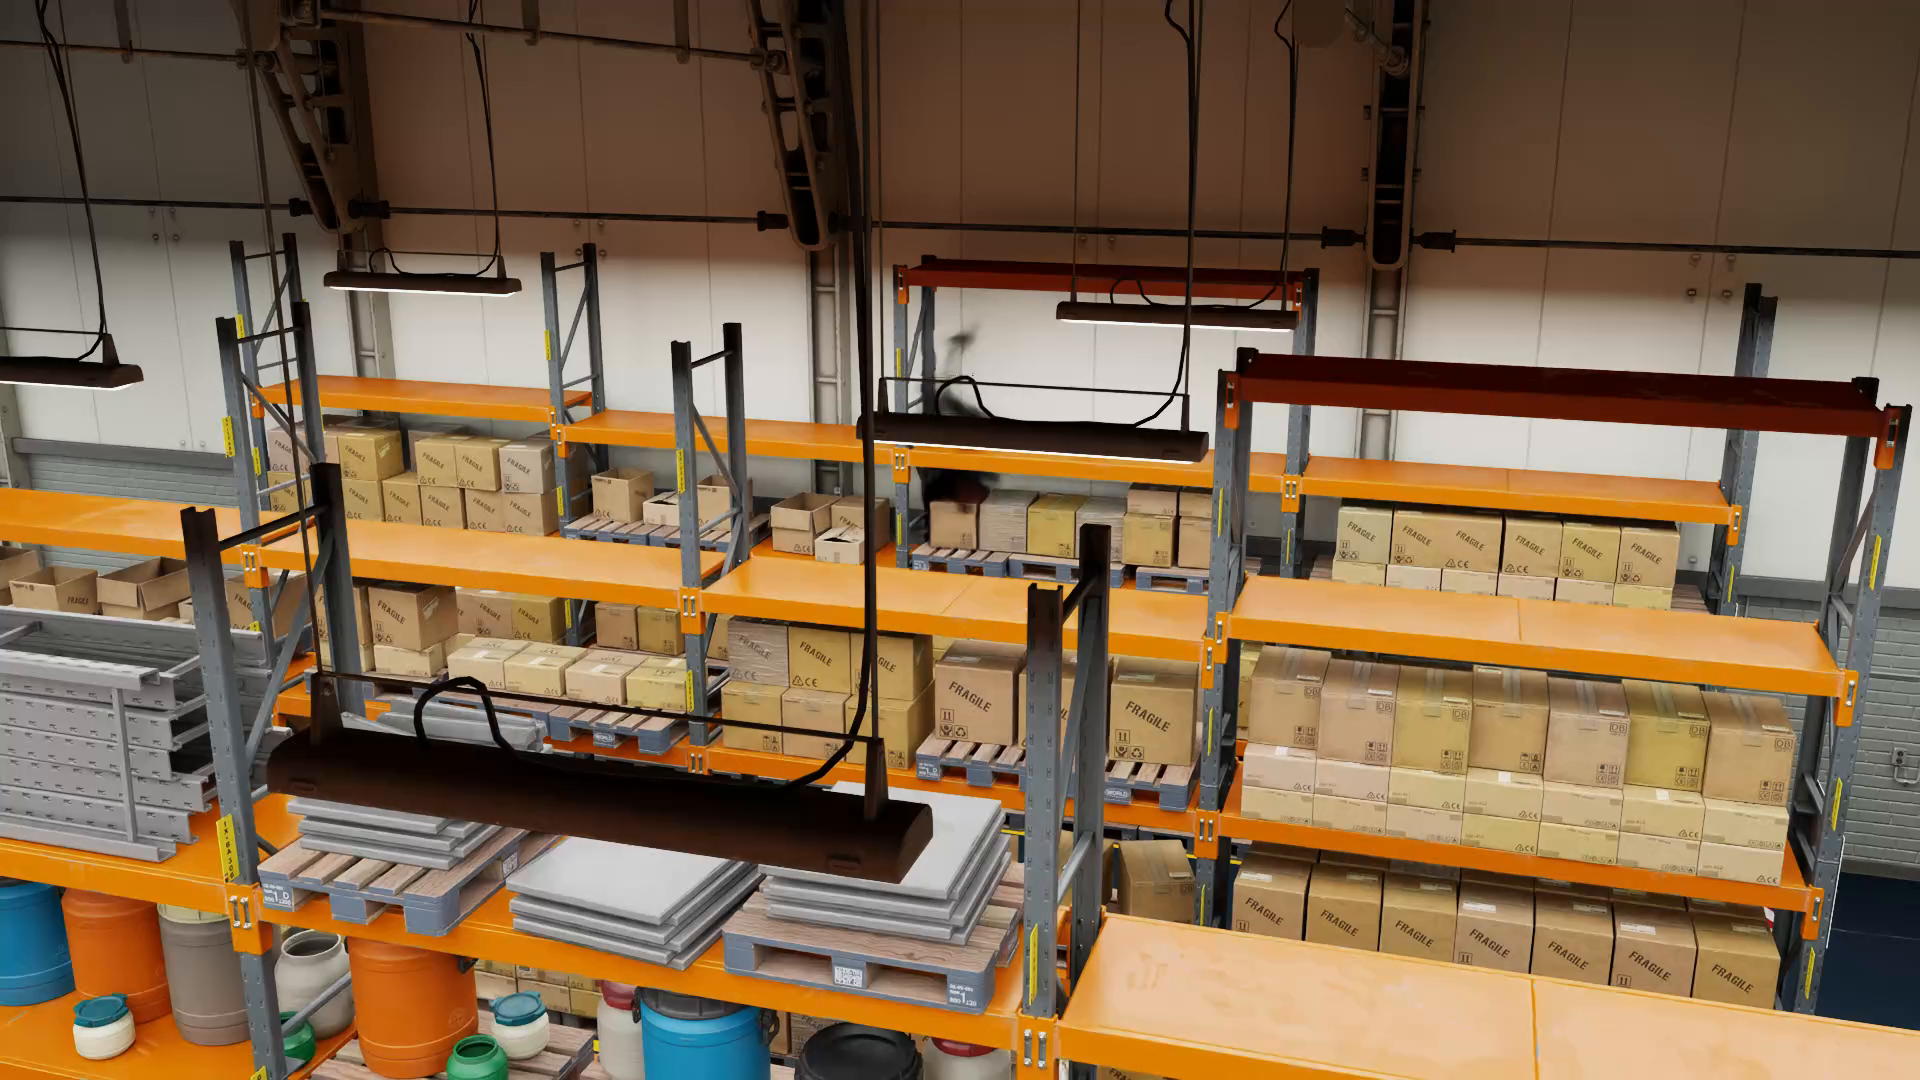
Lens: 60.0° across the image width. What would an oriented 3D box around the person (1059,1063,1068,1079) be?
[{"bbox_3d":[0.563,4.199,10.936,0.982,1.763,0.693,2,16,7],"label":"person"}]
